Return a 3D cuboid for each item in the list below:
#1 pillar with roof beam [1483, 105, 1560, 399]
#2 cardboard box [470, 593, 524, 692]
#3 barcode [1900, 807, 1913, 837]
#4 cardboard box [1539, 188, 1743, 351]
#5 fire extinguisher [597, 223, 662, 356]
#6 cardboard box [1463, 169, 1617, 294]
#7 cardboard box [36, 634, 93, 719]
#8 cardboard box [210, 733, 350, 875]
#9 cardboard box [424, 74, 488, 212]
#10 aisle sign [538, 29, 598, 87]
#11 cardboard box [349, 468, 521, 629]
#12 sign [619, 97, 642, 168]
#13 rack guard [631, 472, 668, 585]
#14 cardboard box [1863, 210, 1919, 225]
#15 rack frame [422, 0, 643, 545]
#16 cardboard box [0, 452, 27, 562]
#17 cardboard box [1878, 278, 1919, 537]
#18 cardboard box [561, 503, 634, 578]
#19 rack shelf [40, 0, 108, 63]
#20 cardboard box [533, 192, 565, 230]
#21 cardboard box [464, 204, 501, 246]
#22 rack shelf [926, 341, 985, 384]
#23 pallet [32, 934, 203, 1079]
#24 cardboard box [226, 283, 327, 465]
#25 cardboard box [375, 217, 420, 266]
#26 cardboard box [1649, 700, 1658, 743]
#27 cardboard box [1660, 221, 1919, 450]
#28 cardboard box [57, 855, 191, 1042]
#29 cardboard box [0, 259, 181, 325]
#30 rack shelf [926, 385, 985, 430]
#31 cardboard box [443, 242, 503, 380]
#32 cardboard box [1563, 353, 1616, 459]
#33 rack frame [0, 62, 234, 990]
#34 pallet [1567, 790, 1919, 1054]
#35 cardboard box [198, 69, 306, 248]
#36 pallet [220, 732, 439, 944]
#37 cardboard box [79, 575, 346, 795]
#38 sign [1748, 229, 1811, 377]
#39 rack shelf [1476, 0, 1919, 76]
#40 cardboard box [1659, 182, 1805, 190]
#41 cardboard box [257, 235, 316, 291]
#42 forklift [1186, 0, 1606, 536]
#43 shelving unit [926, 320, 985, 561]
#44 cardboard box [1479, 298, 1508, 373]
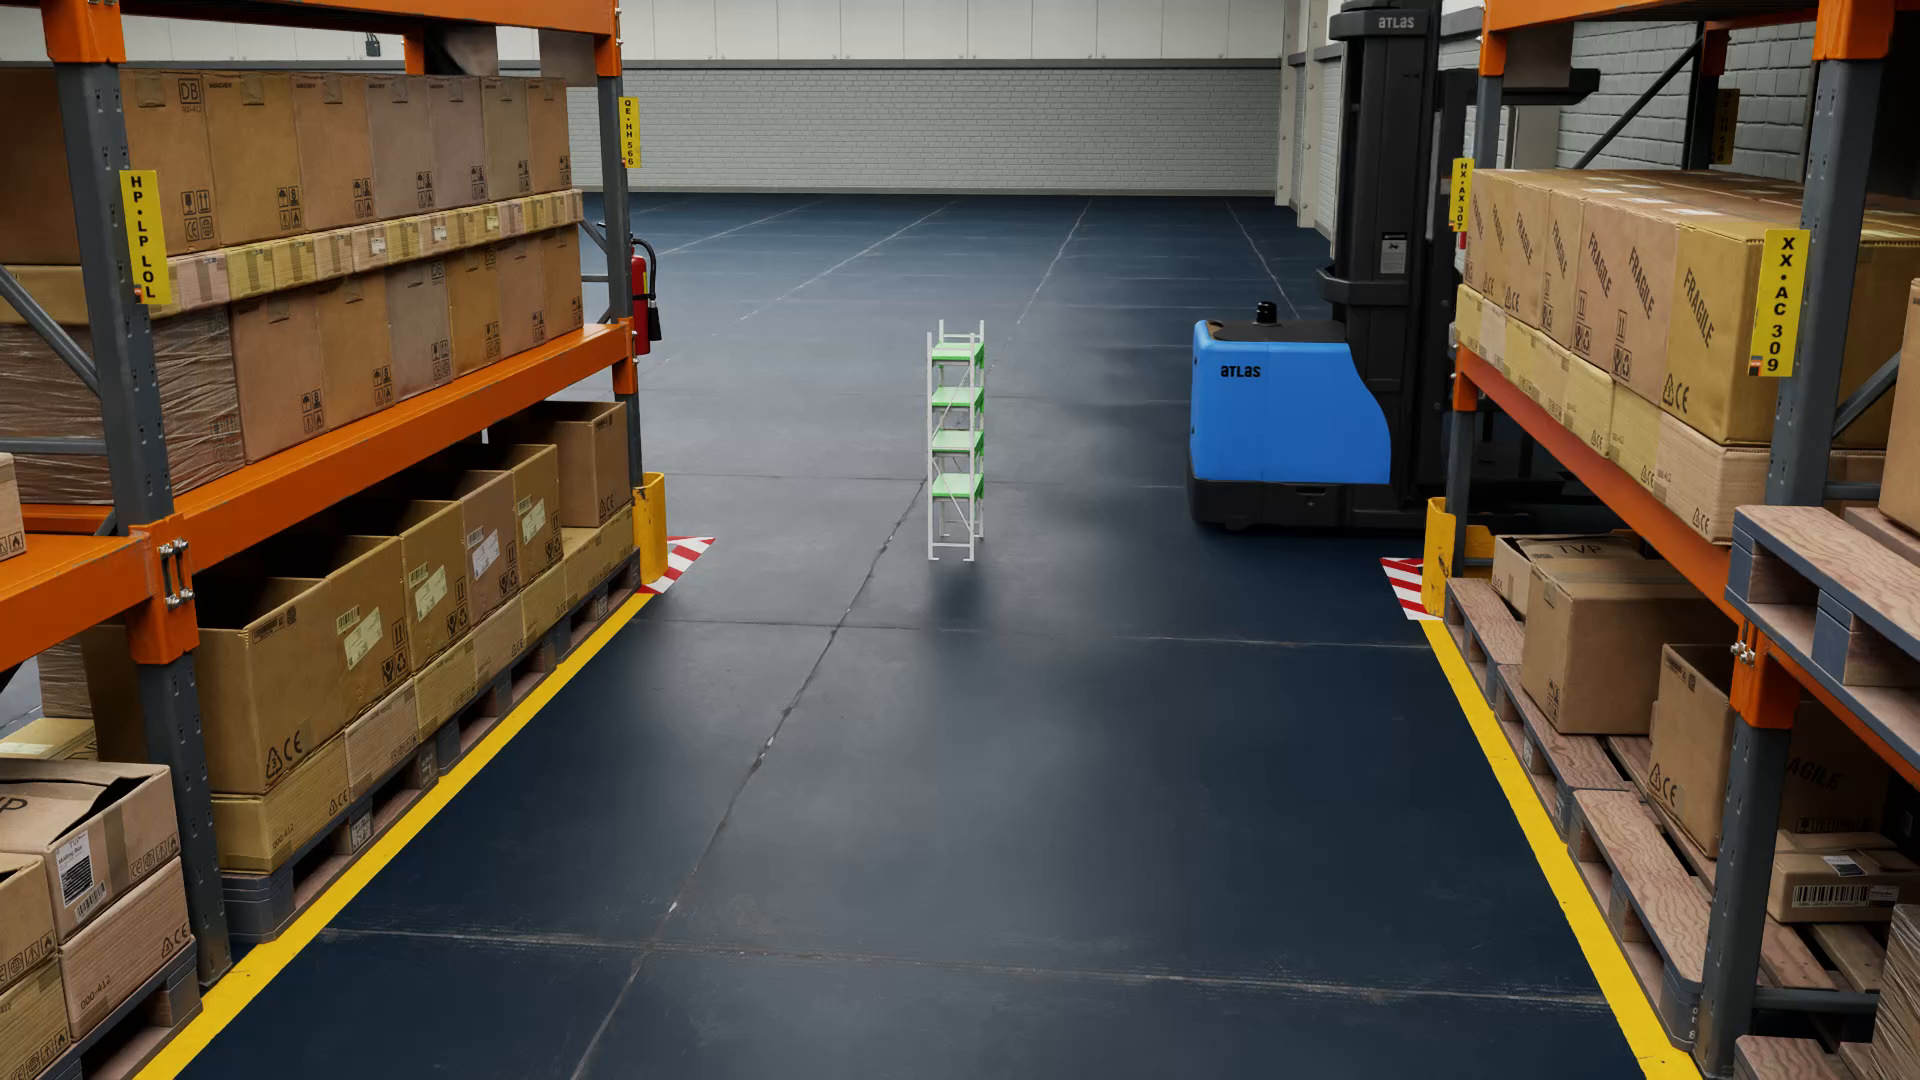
[{"bbox_3d":[-0.002,-5.504,12.276,9.100,9.000,0.400,2,15,6],"label":"pillar with roof beam"},{"bbox_3d":[-2.028,0.385,6.454,0.500,0.250,0.500,2,15,6],"label":"cardboard box"},{"bbox_3d":[2.761,0.824,4.852,0.001,0.075,0.075,2,15,6],"label":"barcode"},{"bbox_3d":[2.289,-0.920,5.631,0.500,0.500,0.500,2,15,8],"label":"cardboard box"},{"bbox_3d":[-1.629,-1.256,8.210,0.296,0.674,0.183,2,15,6],"label":"fire extinguisher"},{"bbox_3d":[2.466,-1.316,7.095,0.500,0.500,0.500,2,15,6],"label":"cardboard box"},{"bbox_3d":[-2.652,0.267,5.453,0.500,0.500,0.500,2,15,6],"label":"cardboard box"},{"bbox_3d":[-2.202,0.774,5.016,0.500,0.250,0.500,2,15,6],"label":"cardboard box"},{"bbox_3d":[-2.286,-1.549,6.469,0.700,0.500,0.500,2,15,6],"label":"cardboard box"},{"bbox_3d":[-1.805,-2.540,7.829,0.394,0.787,0.004,2,15,6],"label":"aisle sign"},{"bbox_3d":[-2.025,0.023,6.356,0.500,0.500,0.500,2,15,6],"label":"cardboard box"},{"bbox_3d":[-1.567,-1.930,7.882,0.100,0.325,0.005,2,15,6],"label":"sign"},{"bbox_3d":[-2.101,-0.076,8.486,1.175,0.500,0.348,2,15,6],"label":"rack guard"},{"bbox_3d":[2.690,-0.643,4.607,0.500,0.500,0.500,2,15,6],"label":"cardboard box"},{"bbox_3d":[-2.104,-1.277,8.137,1.000,3.000,0.127,2,15,6],"label":"rack frame"},{"bbox_3d":[-2.568,-0.038,3.843,0.500,0.250,0.500,3,15,10],"label":"cardboard box"},{"bbox_3d":[2.276,-0.224,3.209,0.700,0.500,0.500,2,15,6],"label":"cardboard box"},{"bbox_3d":[-1.871,-0.004,7.894,0.500,0.250,0.500,2,15,6],"label":"cardboard box"},{"bbox_3d":[-2.781,-0.821,2.084,1.077,0.370,4.000,2,15,6],"label":"rack shelf"},{"bbox_3d":[-1.986,-1.465,7.401,0.380,0.149,0.250,2,15,8],"label":"cardboard box"},{"bbox_3d":[-2.075,-1.266,6.662,0.380,0.149,0.250,2,15,8],"label":"cardboard box"},{"bbox_3d":[-0.019,-0.938,8.738,0.258,0.148,0.480,2,15,6],"label":"rack shelf"},{"bbox_3d":[-2.600,1.299,3.953,1.003,0.211,1.213,2,15,6],"label":"pallet"},{"bbox_3d":[-2.459,-0.540,5.220,0.700,0.500,0.500,2,15,6],"label":"cardboard box"},{"bbox_3d":[-2.162,-1.066,5.925,0.380,0.149,0.250,2,15,6],"label":"cardboard box"},{"bbox_3d":[2.567,0.655,5.611,0.380,0.149,0.250,0,15,2],"label":"cardboard box"},{"bbox_3d":[2.113,-0.525,4.170,0.500,0.500,0.500,2,15,6],"label":"cardboard box"},{"bbox_3d":[-2.314,1.001,4.175,0.500,0.250,0.500,2,15,6],"label":"cardboard box"},{"bbox_3d":[-2.333,-0.665,4.439,0.380,0.149,0.250,2,15,6],"label":"cardboard box"},{"bbox_3d":[-0.019,-0.706,8.801,0.258,0.148,0.480,2,15,6],"label":"rack shelf"},{"bbox_3d":[-2.286,-0.939,6.698,0.700,0.500,0.500,2,15,7],"label":"cardboard box"},{"bbox_3d":[2.225,-0.423,5.230,0.500,0.250,0.500,2,15,6],"label":"cardboard box"},{"bbox_3d":[-2.556,-0.239,4.300,1.000,3.000,0.127,2,15,6],"label":"rack frame"},{"bbox_3d":[2.408,1.077,4.776,1.003,0.211,1.213,2,15,6],"label":"pallet"},{"bbox_3d":[-2.456,-1.160,5.029,0.700,0.500,0.500,2,15,6],"label":"cardboard box"},{"bbox_3d":[-2.424,0.902,5.422,1.003,0.211,1.213,2,15,6],"label":"pallet"},{"bbox_3d":[-2.192,0.412,4.917,0.500,0.500,0.500,2,15,6],"label":"cardboard box"},{"bbox_3d":[1.827,-0.526,3.703,0.100,0.325,0.005,2,15,6],"label":"sign"},{"bbox_3d":[2.593,-1.714,5.385,1.077,0.370,4.000,2,15,6],"label":"rack shelf"},{"bbox_3d":[2.856,-1.038,6.067,0.500,0.500,0.500,1,15,5],"label":"cardboard box"},{"bbox_3d":[-2.249,-0.865,5.179,0.380,0.149,0.250,2,15,6],"label":"cardboard box"},{"bbox_3d":[2.851,-1.543,9.252,3.031,2.935,1.130,1,15,5],"label":"forklift"},{"bbox_3d":[-0.019,-0.536,8.847,0.258,1.200,0.503,2,15,6],"label":"shelving unit"},{"bbox_3d":[2.403,-0.817,6.685,0.500,0.250,0.500,1,15,5],"label":"cardboard box"}]
